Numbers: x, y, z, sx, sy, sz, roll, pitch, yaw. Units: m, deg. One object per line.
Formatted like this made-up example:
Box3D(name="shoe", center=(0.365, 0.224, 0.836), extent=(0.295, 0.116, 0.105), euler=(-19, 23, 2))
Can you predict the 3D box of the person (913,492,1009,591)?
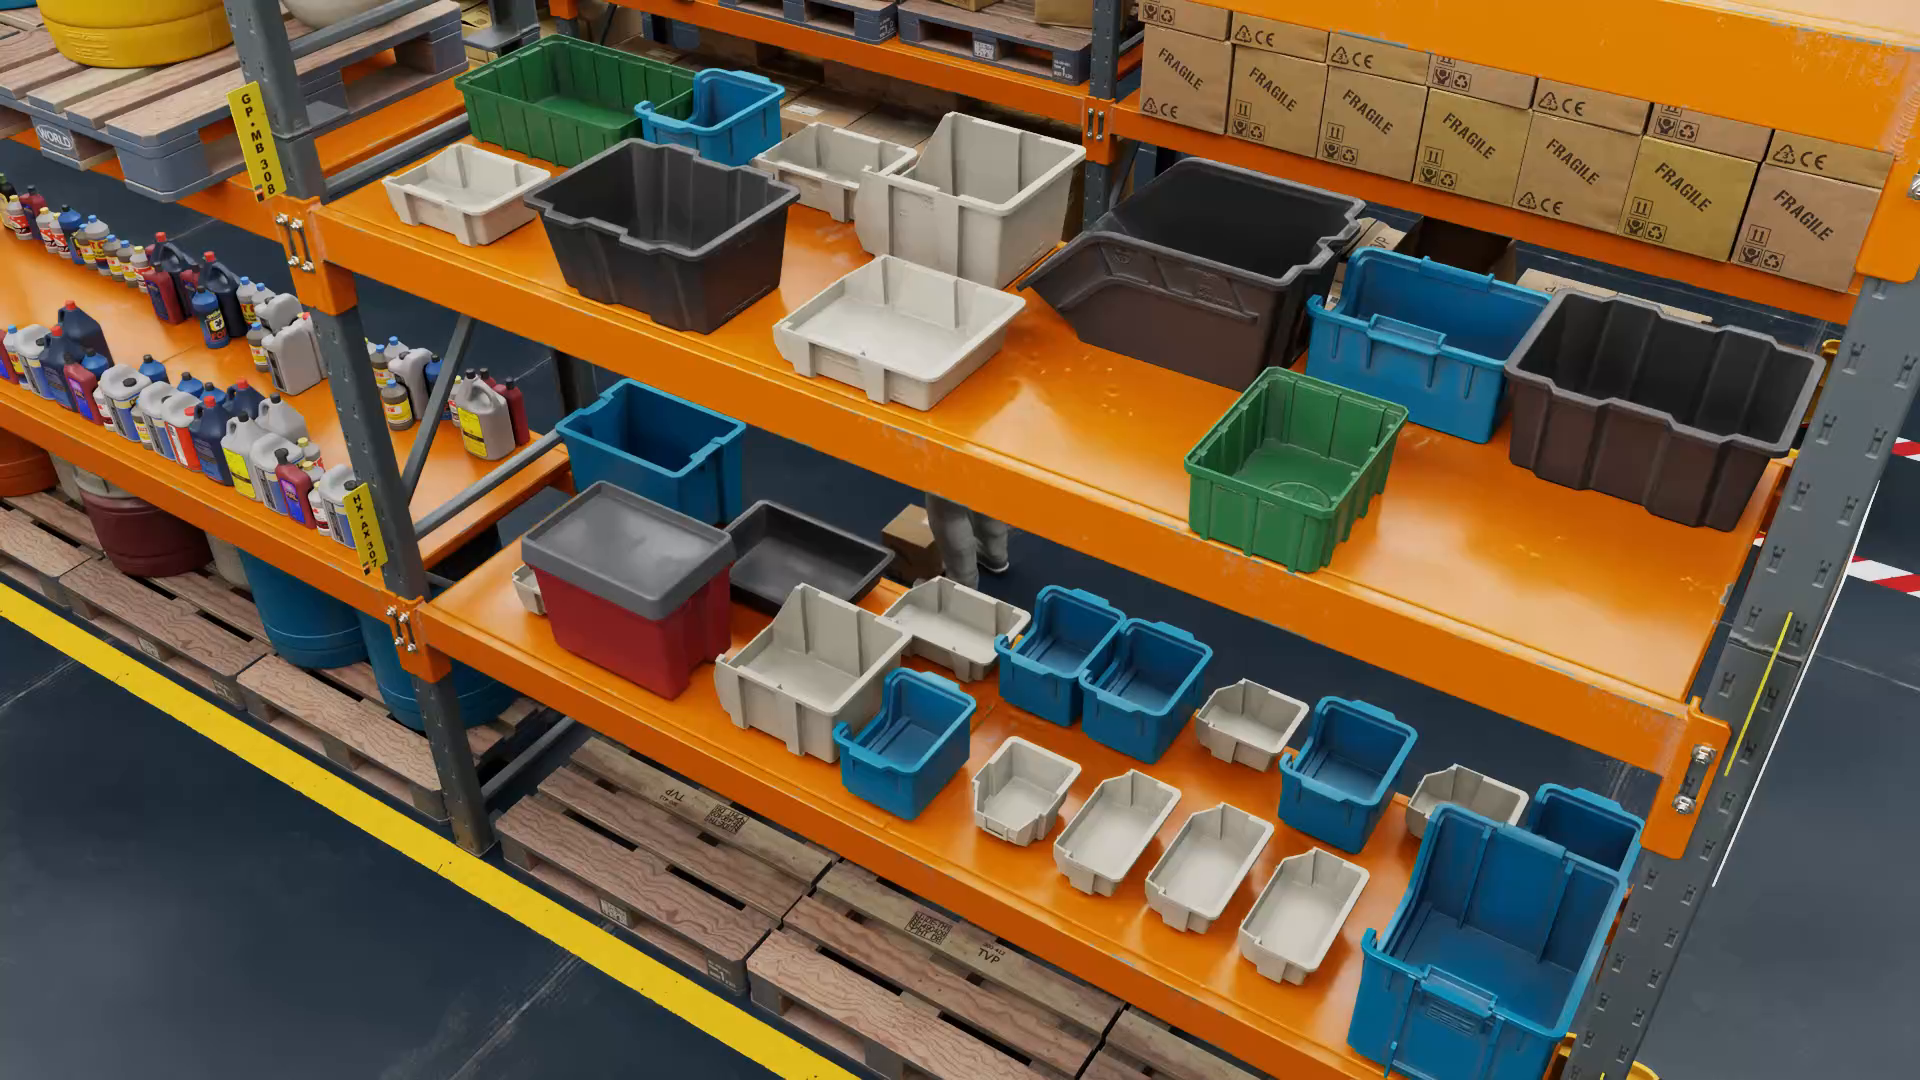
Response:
Box3D(name="person", center=(0.045, -0.473, 7.276), extent=(0.435, 1.747, 0.581), euler=(20, 42, 23))
